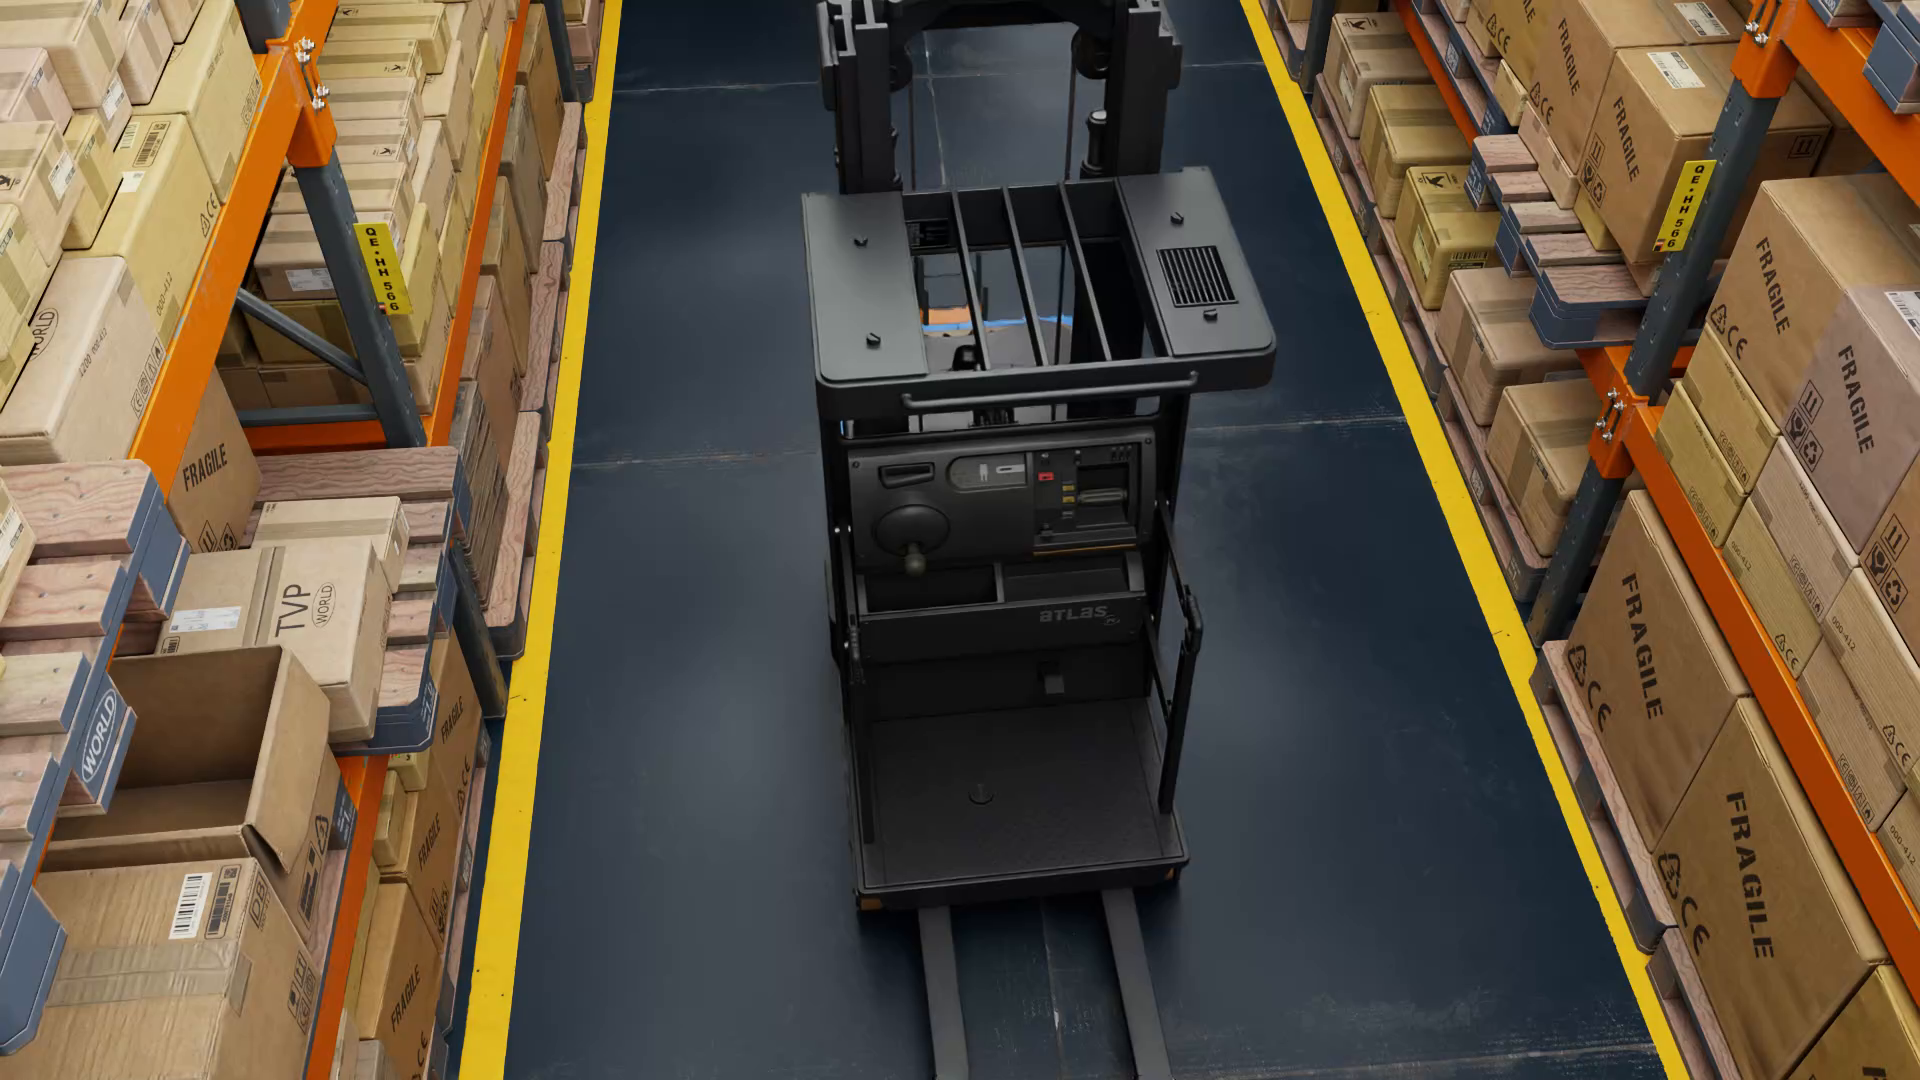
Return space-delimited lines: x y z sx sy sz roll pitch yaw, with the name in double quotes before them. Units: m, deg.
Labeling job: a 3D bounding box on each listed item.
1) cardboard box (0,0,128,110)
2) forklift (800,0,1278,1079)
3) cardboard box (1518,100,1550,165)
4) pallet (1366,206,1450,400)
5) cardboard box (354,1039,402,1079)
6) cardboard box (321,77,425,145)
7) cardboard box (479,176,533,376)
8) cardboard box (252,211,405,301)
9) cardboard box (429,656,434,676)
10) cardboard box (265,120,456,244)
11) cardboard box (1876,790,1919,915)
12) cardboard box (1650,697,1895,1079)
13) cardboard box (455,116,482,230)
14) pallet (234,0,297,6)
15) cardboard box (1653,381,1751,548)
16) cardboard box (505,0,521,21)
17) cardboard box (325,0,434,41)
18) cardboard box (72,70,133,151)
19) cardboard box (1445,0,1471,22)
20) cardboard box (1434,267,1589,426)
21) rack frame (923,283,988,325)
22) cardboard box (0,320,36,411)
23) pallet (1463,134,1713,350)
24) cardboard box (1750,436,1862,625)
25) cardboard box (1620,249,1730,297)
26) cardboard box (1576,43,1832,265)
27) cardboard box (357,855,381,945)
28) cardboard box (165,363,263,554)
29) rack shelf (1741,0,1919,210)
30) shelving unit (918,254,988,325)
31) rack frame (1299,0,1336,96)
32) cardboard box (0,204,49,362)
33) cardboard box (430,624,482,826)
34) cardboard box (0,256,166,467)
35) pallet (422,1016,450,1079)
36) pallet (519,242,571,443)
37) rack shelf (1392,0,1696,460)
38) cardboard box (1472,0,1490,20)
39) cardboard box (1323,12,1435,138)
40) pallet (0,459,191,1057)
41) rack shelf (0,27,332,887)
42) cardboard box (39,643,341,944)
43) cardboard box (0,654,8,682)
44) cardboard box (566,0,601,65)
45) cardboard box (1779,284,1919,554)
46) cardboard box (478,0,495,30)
"cardboard box" -1.899 -0.975 3.302 0.380 0.149 0.250 -5 47 -5
"forklift" 0.159 -0.018 4.885 1.130 2.935 3.031 -5 47 -5
"cardboard box" 2.299 -1.509 6.134 0.380 0.149 0.250 -5 47 -5
"pallet" 2.571 -1.164 7.844 1.003 0.211 1.213 -3 47 -3
"cardboard box" -1.822 1.751 4.594 0.500 0.500 0.500 -5 47 -5
"cardboard box" -2.050 -1.444 5.673 0.380 0.149 0.250 -3 47 -3
"cardboard box" -2.369 -1.112 7.220 0.875 0.625 0.625 -5 47 -5
"cardboard box" -1.945 -0.878 5.137 0.380 0.149 0.250 -2 47 -2
"cardboard box" -1.918 0.462 5.369 0.380 0.149 0.250 -6 47 -5
"cardboard box" -2.046 -1.191 5.708 0.500 0.250 0.500 -2 47 -2
"cardboard box" 2.668 0.851 4.118 0.500 0.250 0.500 -3 47 -3
"cardboard box" 2.780 1.060 4.991 0.875 0.875 0.875 -3 47 -3
"cardboard box" -2.093 -1.393 6.243 0.500 0.250 0.500 -5 47 -5
"pallet" -2.358 -1.825 4.613 1.213 0.211 1.003 -2 47 -1
"cardboard box" 2.524 -0.256 5.166 0.500 0.250 0.500 -4 47 -4
"cardboard box" -2.196 -2.503 7.294 0.500 0.250 0.500 -4 47 -4
"cardboard box" -2.182 -1.994 6.193 0.380 0.149 0.250 -3 47 -3
"cardboard box" -1.943 -0.867 3.405 0.380 0.149 0.250 -3 47 -2
"cardboard box" 2.212 -2.265 6.850 0.380 0.149 0.250 -2 47 -2
"cardboard box" 2.627 -0.860 7.156 0.950 0.372 0.625 -4 47 -4
"rack frame" -0.018 -0.521 6.554 0.240 1.200 0.006 -5 47 -5
"cardboard box" -1.861 -0.315 2.882 0.380 0.149 0.250 -2 47 -2
"pallet" 2.568 -1.120 6.013 1.213 0.211 1.003 -3 47 -3
"cardboard box" 2.573 -0.042 4.619 0.500 0.250 0.500 -2 47 -2
"cardboard box" 2.472 -0.958 5.611 0.380 0.149 0.250 -2 47 -2
"cardboard box" 2.419 -1.270 5.460 0.500 0.500 0.500 -5 47 -4
"cardboard box" -1.909 1.044 4.817 0.380 0.149 0.250 -2 47 -2
"cardboard box" -2.324 -0.169 4.623 0.500 0.500 0.500 -2 47 -1
"rack shelf" 2.902 -0.014 3.263 1.077 0.370 4.000 -3 47 -3
"shelving unit" -0.029 -0.587 6.616 0.258 1.200 0.189 -5 47 -5
"rack frame" 2.399 -3.571 8.202 1.000 3.000 0.127 -3 47 -3
"cardboard box" -1.780 -0.422 2.778 0.380 0.149 0.250 -3 47 -3
"cardboard box" -1.962 0.636 5.651 0.500 0.500 0.500 -2 47 -2
"cardboard box" -1.842 -0.270 3.114 0.500 0.250 0.500 -3 47 -3
"pallet" -2.088 2.010 4.838 1.003 0.211 1.213 -3 47 -3
"pallet" -2.341 -0.892 7.586 1.003 0.211 1.213 -3 47 -3
"rack shelf" 2.567 -1.877 7.093 1.077 0.370 4.000 -3 47 -3
"cardboard box" 2.277 -2.403 6.534 0.500 0.500 0.500 -5 47 -5
"cardboard box" 2.446 -2.432 8.645 0.950 0.372 0.625 -3 47 -3
"pallet" -1.951 0.328 2.573 1.213 0.211 1.003 -3 47 -3
"rack shelf" -2.044 0.290 2.975 1.077 0.370 4.000 -3 47 -3
"cardboard box" -1.891 0.617 3.875 0.797 0.503 0.637 -4 47 -4
"cardboard box" -1.606 0.234 2.348 0.380 0.149 0.250 -2 47 -2
"cardboard box" -2.257 -2.836 9.111 0.500 0.250 0.500 -3 47 -3
"cardboard box" 2.583 -0.325 4.371 0.500 0.500 0.500 -3 47 -3
"cardboard box" -2.164 -2.305 6.763 0.500 0.250 0.500 -3 47 -3
